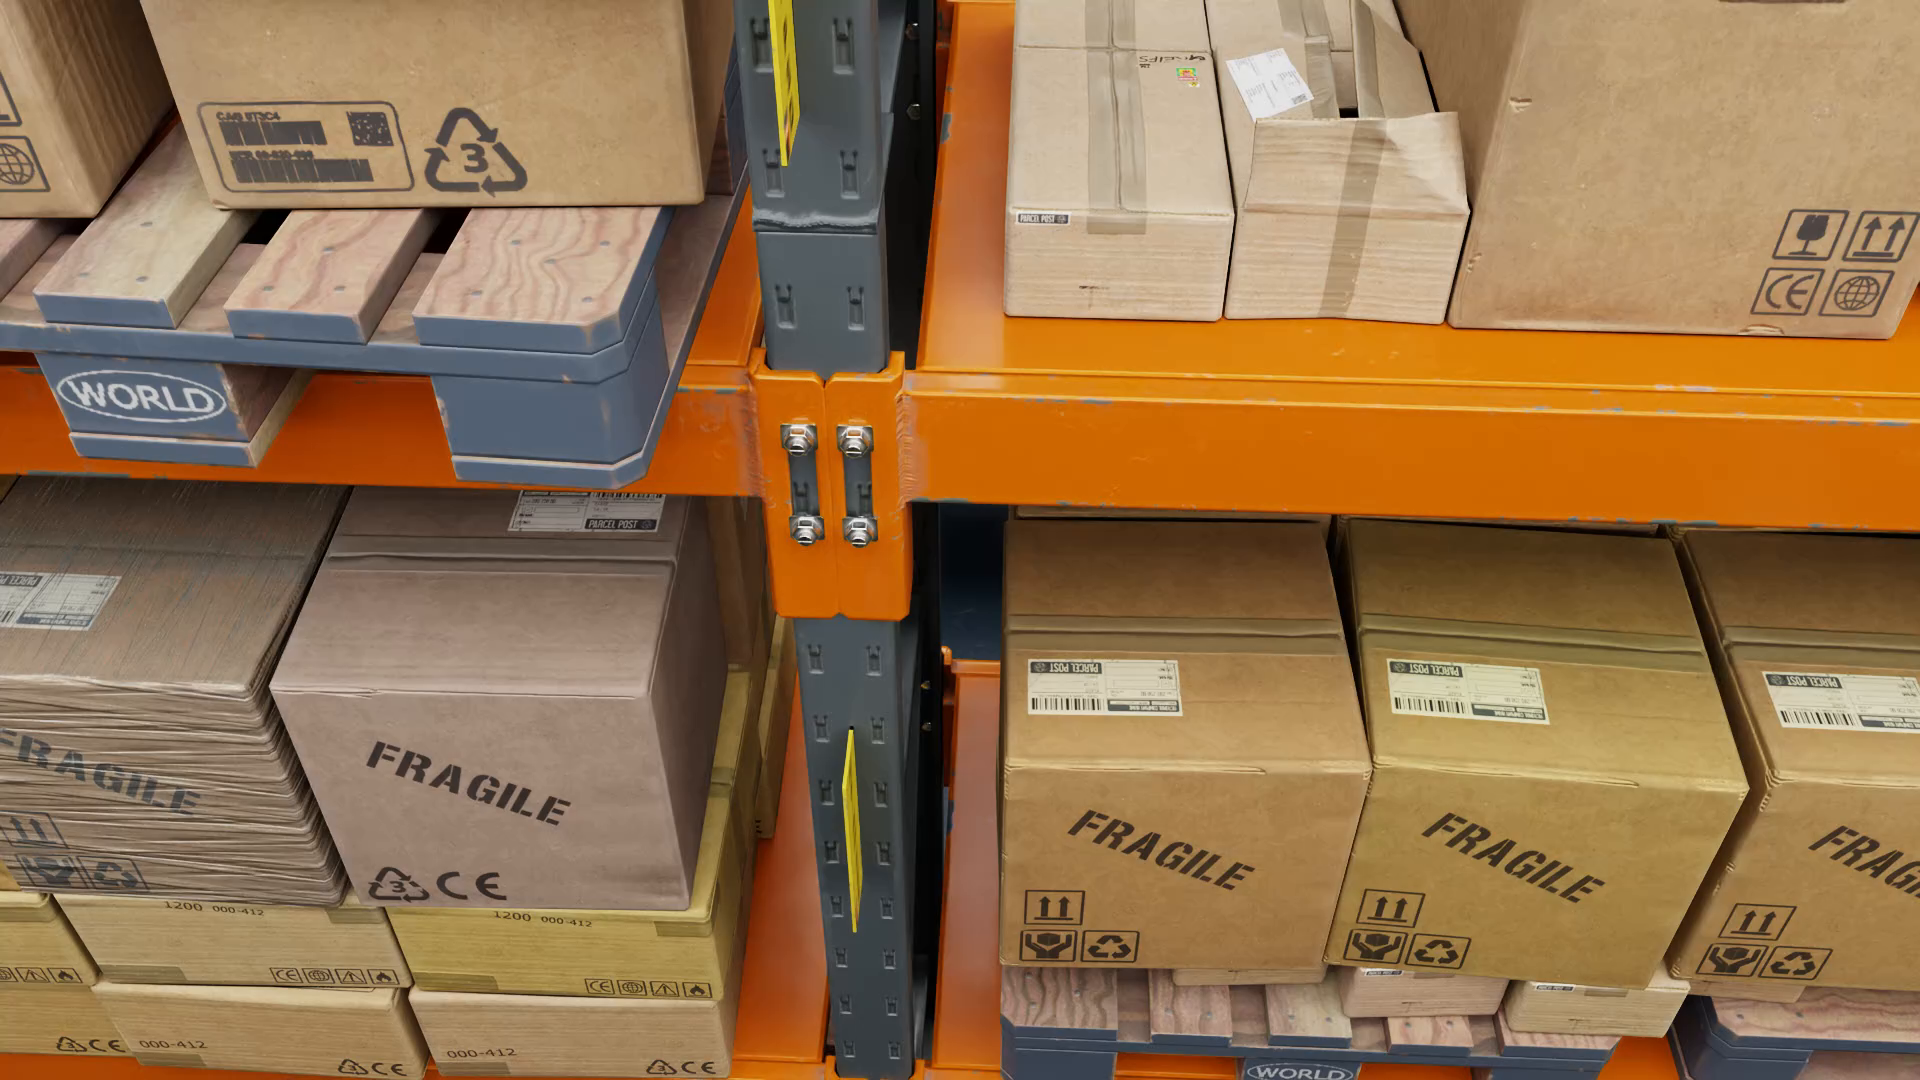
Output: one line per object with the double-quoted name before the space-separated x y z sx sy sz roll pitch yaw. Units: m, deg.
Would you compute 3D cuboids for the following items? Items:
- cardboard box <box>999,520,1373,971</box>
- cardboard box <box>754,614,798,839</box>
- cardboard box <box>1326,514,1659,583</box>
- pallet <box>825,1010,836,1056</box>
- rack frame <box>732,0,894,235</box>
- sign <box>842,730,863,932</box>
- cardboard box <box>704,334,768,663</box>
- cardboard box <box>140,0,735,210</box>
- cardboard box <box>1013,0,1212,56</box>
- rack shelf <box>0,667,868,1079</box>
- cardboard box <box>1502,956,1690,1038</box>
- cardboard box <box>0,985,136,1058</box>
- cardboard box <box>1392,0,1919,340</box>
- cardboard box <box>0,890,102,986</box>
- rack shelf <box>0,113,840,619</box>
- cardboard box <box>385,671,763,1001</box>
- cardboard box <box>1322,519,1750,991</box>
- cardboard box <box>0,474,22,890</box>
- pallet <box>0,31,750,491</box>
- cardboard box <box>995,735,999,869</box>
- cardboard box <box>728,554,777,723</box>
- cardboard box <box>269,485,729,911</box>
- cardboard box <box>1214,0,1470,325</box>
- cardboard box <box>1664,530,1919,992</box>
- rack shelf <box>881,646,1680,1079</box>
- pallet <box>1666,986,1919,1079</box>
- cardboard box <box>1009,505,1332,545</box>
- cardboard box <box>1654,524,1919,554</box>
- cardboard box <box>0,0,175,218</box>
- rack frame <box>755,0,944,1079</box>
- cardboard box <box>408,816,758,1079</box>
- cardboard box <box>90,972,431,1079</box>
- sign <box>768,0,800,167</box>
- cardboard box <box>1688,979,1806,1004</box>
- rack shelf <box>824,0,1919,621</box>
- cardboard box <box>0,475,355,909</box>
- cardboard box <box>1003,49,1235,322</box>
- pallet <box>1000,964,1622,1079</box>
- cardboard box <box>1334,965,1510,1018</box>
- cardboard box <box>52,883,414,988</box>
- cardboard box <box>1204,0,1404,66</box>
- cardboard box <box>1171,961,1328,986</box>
"cardboard box" 0.315 0.319 2.607 0.500 0.500 0.500 1 43 1
"cardboard box" -0.602 0.316 3.321 0.500 0.250 0.500 1 43 1
"cardboard box" 0.860 -0.019 2.970 0.500 0.500 0.500 1 43 1
"pallet" -0.908 1.392 4.101 1.213 0.211 1.003 2 43 2
"rack frame" -0.124 -1.748 1.025 0.127 3.000 1.000 2 43 2
"sign" -0.146 0.401 2.269 0.005 0.325 0.100 2 43 2
"cardboard box" -0.606 -0.137 2.890 0.500 0.500 0.500 0 43 0
"cardboard box" -0.508 -0.751 1.771 0.637 0.503 0.797 -1 43 -1
"cardboard box" 0.200 -0.692 2.276 0.250 0.149 0.380 2 43 2
"rack shelf" -2.122 0.649 3.381 4.000 0.370 1.077 2 43 2
"cardboard box" 1.018 0.616 2.765 0.250 0.149 0.380 2 43 2
"cardboard box" -1.654 0.632 2.981 0.500 0.250 0.500 1 43 1
"cardboard box" 0.822 -0.651 1.974 0.500 0.500 0.700 2 43 2
"cardboard box" -1.644 0.462 2.797 0.500 0.250 0.500 1 43 1
"rack shelf" -2.122 -0.449 2.358 4.000 0.370 1.077 2 43 2
"cardboard box" -0.619 0.477 2.780 0.500 0.250 0.500 2 43 2
"cardboard box" 0.836 0.331 2.595 0.500 0.500 0.500 4 43 4
"cardboard box" -1.661 0.177 2.553 0.500 0.500 0.500 2 43 2
"pallet" -0.770 -0.565 2.094 1.003 0.211 1.213 4 43 4
"cardboard box" 0.192 0.522 2.865 0.250 0.149 0.380 -1 43 -1
"cardboard box" -0.619 0.135 3.147 0.500 0.250 0.500 1 43 2
"cardboard box" -0.652 0.207 2.520 0.500 0.500 0.500 1 43 1
"cardboard box" 0.438 -0.468 1.950 0.258 0.266 0.396 2 43 2
"cardboard box" 1.367 0.342 2.582 0.500 0.500 0.500 2 43 3
"rack shelf" 1.874 0.772 3.249 4.000 0.370 1.077 2 43 2
"pallet" 1.855 0.550 3.100 1.213 0.211 1.003 2 43 2
"cardboard box" 0.343 -0.027 2.979 0.500 0.500 0.500 1 43 1
"cardboard box" 1.364 -0.004 2.954 0.500 0.500 0.500 -1 43 -1
"cardboard box" -1.122 -0.742 1.764 0.500 0.500 0.700 0 43 0
"rack frame" -0.124 0.447 3.070 0.127 3.000 1.000 2 43 2
"cardboard box" -0.641 0.663 2.948 0.500 0.250 0.500 0 43 0
"cardboard box" -1.152 0.658 2.953 0.500 0.250 0.500 2 43 3
"sign" -0.157 -0.491 1.438 0.005 0.325 0.100 2 43 2
"cardboard box" 1.263 0.570 2.814 0.250 0.149 0.380 4 43 4
"rack shelf" 1.874 -0.326 2.226 4.000 0.370 1.077 2 43 2
"cardboard box" -1.165 0.197 2.531 0.500 0.500 0.500 2 43 3
"cardboard box" 0.183 -0.433 1.998 0.250 0.149 0.380 2 43 2
"pallet" 0.593 0.467 3.189 1.003 0.211 1.213 2 43 2
"cardboard box" 0.744 0.593 2.789 0.250 0.149 0.380 -1 43 -1
"cardboard box" -1.132 0.464 2.795 0.500 0.250 0.500 1 43 1
"cardboard box" 0.449 -0.690 2.274 0.250 0.149 0.380 2 43 2
"cardboard box" 0.473 0.553 2.832 0.250 0.149 0.380 -1 43 -1
